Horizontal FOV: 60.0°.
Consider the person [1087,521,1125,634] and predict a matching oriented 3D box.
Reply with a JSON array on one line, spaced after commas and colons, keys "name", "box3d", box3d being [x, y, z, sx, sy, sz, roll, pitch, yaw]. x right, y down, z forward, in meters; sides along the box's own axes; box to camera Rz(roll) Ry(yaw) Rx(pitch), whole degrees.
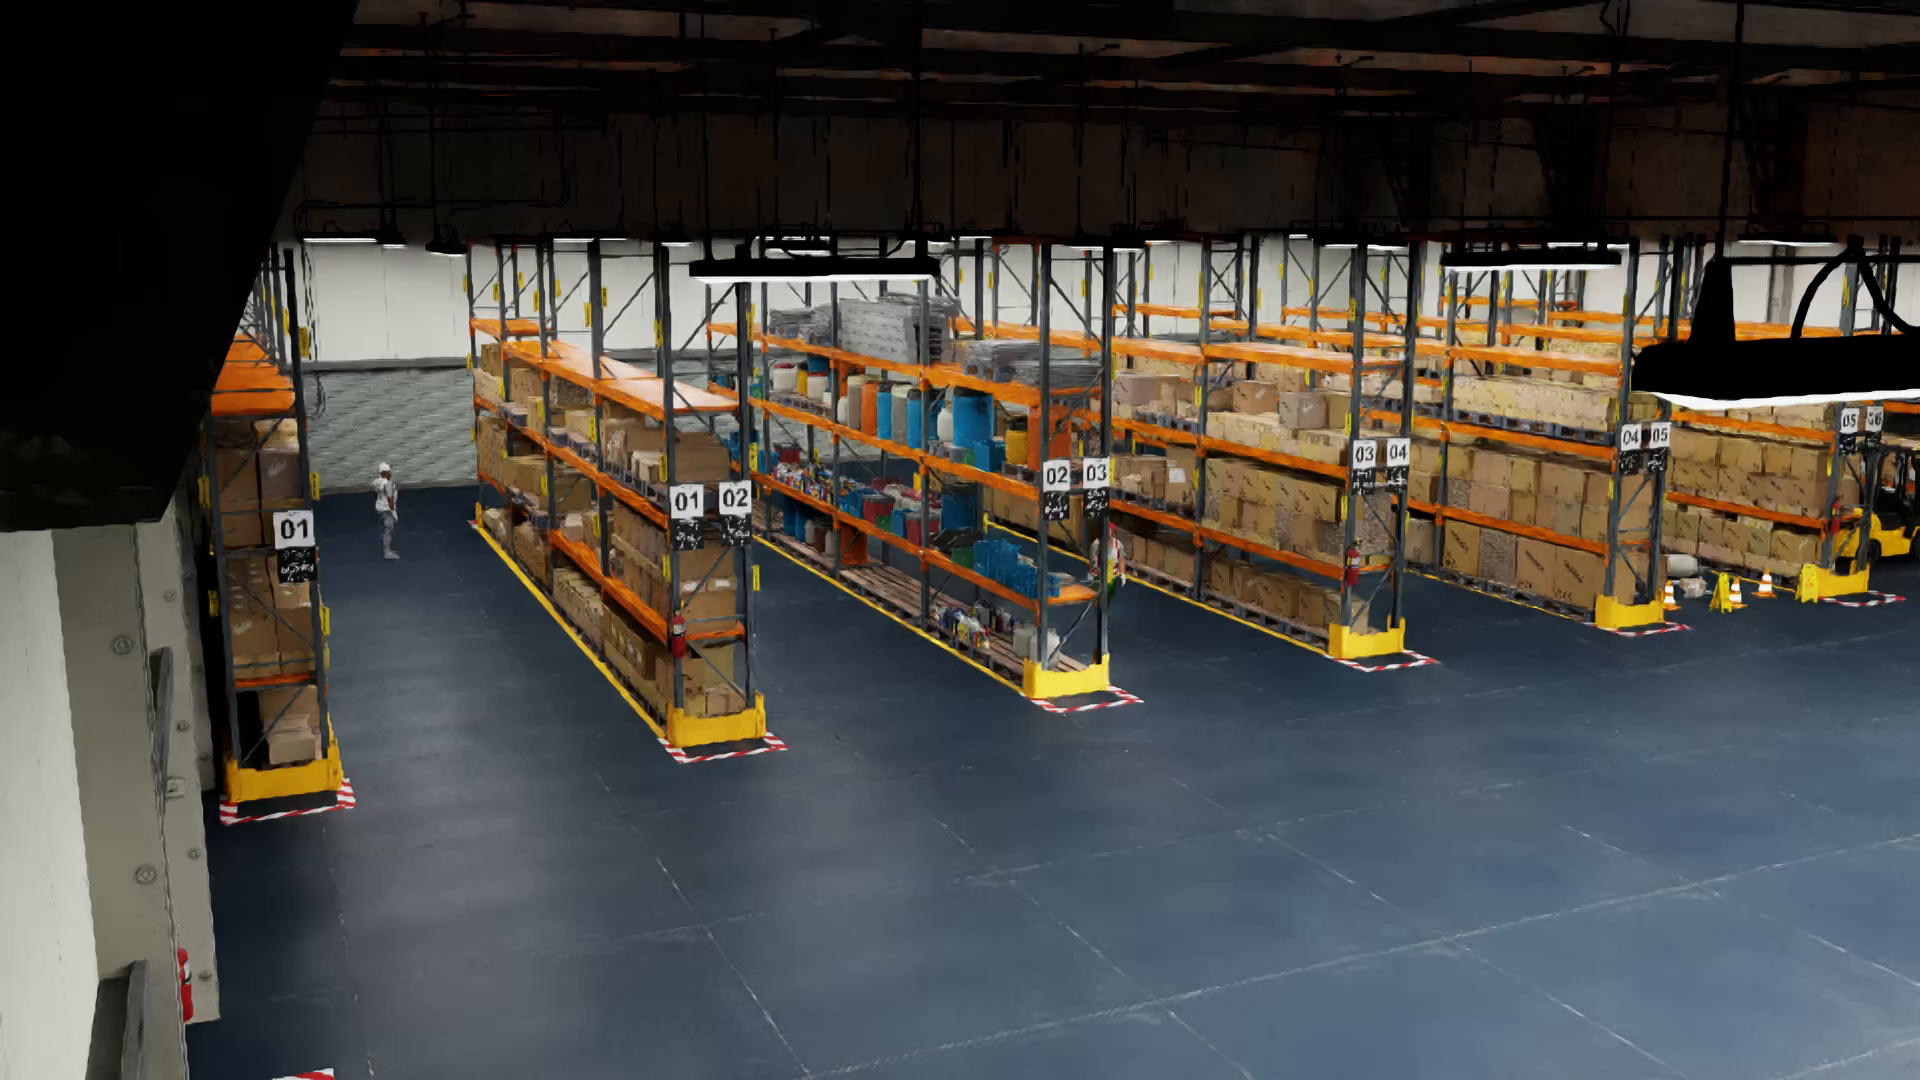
[{"name": "person", "box3d": [2.279, 0.554, 25.671, 0.533, 1.728, 1.036, -3, 11, -15]}]

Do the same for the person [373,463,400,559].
[{"name": "person", "box3d": [-10.763, -0.565, 31.250, 0.407, 1.786, 0.668, -9, 14, -40]}]
